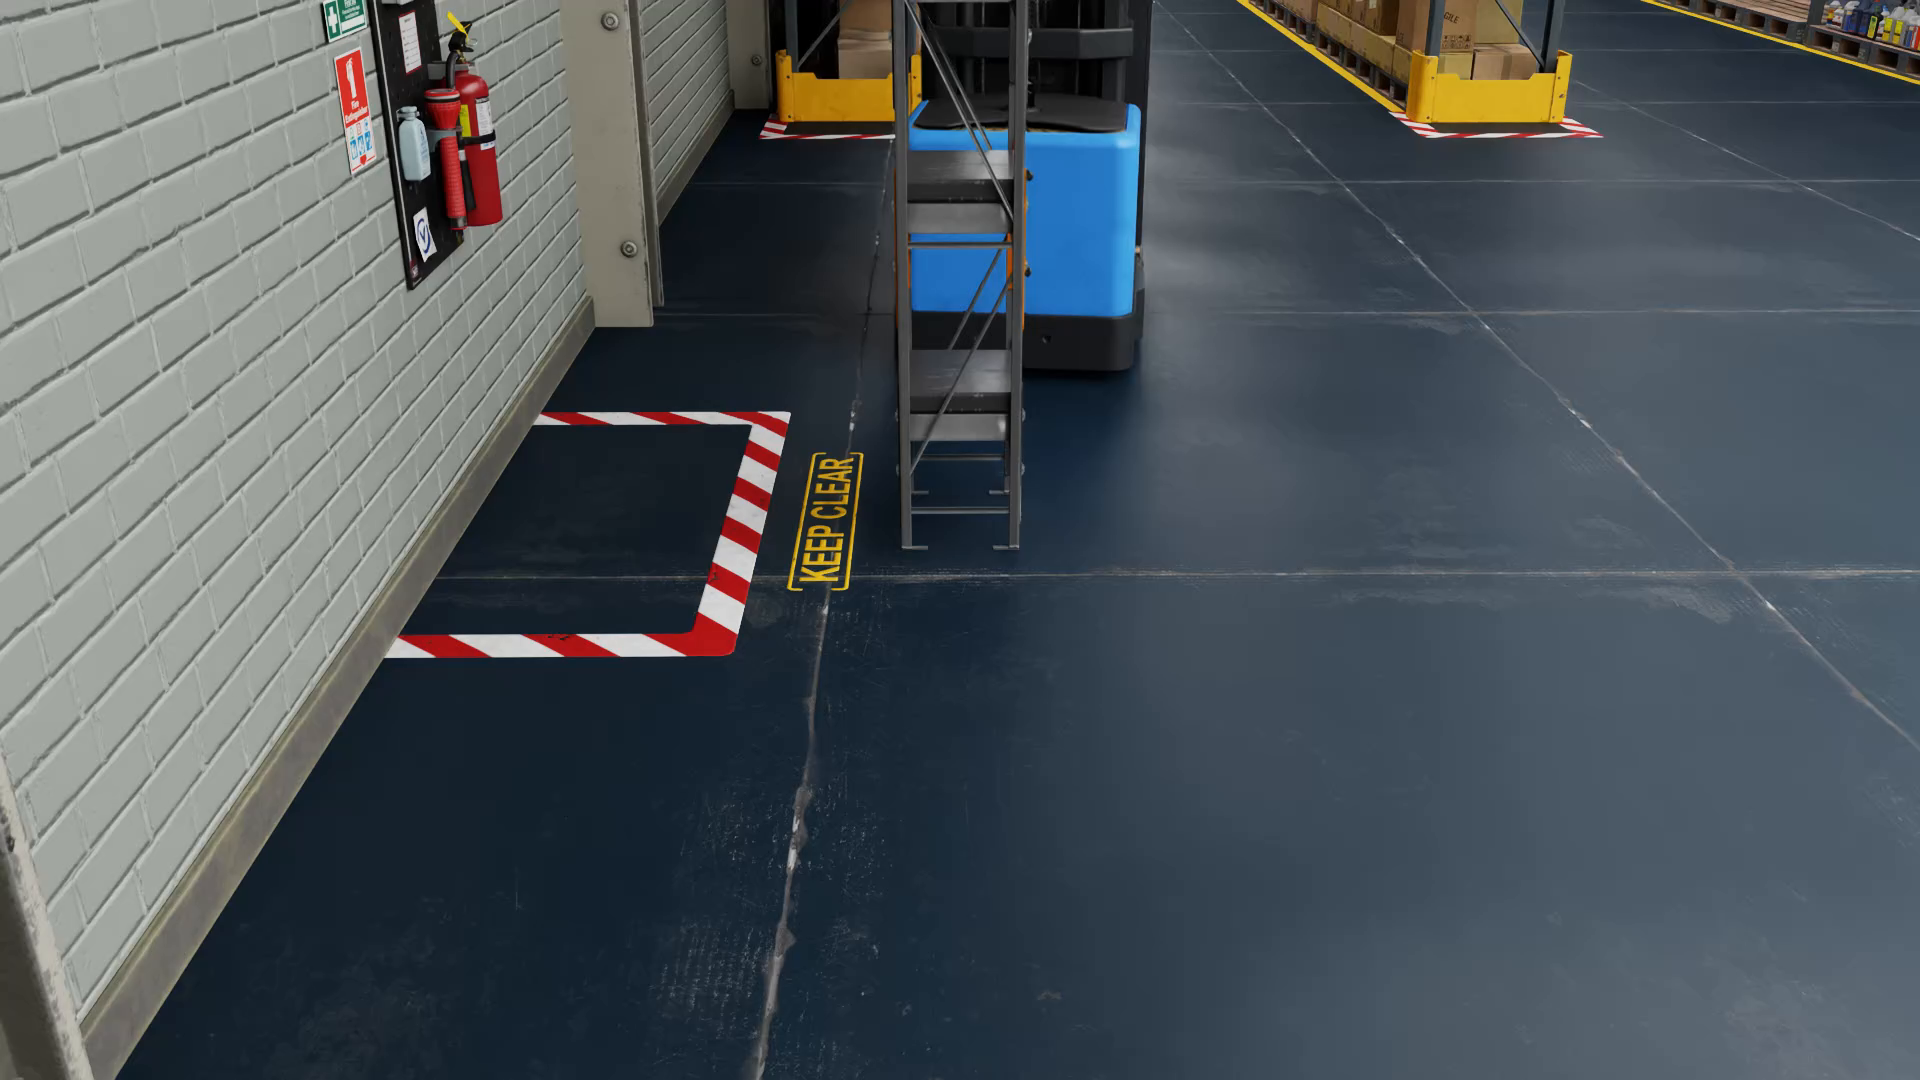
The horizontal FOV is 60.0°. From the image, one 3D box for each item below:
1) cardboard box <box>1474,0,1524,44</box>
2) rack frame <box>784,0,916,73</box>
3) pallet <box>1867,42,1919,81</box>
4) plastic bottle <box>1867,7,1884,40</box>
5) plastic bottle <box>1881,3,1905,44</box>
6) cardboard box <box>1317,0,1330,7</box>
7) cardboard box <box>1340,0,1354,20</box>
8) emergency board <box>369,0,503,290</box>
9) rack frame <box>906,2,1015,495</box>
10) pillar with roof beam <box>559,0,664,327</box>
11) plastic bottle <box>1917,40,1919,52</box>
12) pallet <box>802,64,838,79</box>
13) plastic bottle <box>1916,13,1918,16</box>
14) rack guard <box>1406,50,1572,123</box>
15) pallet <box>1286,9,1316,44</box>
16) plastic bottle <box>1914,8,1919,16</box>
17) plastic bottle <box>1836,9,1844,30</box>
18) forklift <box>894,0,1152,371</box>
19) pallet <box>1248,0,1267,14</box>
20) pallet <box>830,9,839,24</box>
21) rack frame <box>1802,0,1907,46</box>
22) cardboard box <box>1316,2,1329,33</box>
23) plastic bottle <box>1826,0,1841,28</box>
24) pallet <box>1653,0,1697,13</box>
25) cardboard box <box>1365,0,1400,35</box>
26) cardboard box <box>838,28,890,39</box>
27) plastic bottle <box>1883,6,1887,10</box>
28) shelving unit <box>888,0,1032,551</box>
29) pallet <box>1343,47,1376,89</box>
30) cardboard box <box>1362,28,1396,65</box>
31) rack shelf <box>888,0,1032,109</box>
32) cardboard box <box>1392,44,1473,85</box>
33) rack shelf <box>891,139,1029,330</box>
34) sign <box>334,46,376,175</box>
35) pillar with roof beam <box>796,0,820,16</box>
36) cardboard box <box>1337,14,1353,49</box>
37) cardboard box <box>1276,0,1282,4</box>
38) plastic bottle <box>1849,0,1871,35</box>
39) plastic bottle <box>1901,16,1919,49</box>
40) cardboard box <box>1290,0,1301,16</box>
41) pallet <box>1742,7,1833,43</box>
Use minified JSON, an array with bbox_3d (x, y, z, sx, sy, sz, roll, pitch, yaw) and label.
[{"bbox_3d":[4.326,-4.398,13.751,0.500,0.500,0.500,0,24,-1],"label":"cardboard box"},{"bbox_3d":[-0.837,-4.666,12.427,1.000,3.000,0.127,0,24,-1],"label":"rack frame"},{"bbox_3d":[9.008,-4.307,15.018,1.003,0.211,1.213,0,24,-1],"label":"pallet"},{"bbox_3d":[8.582,-4.841,15.576,0.061,0.283,0.133,1,24,2],"label":"plastic bottle"},{"bbox_3d":[8.626,-4.765,15.326,0.144,0.351,0.185,0,24,-1],"label":"plastic bottle"},{"bbox_3d":[3.765,-5.426,16.024,0.500,0.500,0.500,0,24,-1],"label":"cardboard box"},{"bbox_3d":[3.776,-5.014,15.113,0.500,0.500,0.500,0,24,-1],"label":"cardboard box"},{"bbox_3d":[-1.655,-1.460,5.337,0.194,1.169,0.643,0,24,-1],"label":"emergency board"},{"bbox_3d":[-0.004,-1.125,5.690,0.400,2.100,0.015,0,24,-1],"label":"rack frame"},{"bbox_3d":[2.661,-5.231,6.396,9.100,9.000,0.400,0,24,-1],"label":"pillar with roof beam"},{"bbox_3d":[8.591,-4.476,14.769,0.061,0.283,0.133,0,24,1],"label":"plastic bottle"},{"bbox_3d":[-0.811,-3.762,13.811,1.003,0.211,1.213,0,24,-1],"label":"pallet"},{"bbox_3d":[8.774,-4.742,15.366,0.152,0.276,0.135,0,24,-1],"label":"plastic bottle"},{"bbox_3d":[4.117,-3.541,12.973,1.175,0.500,0.348,0,24,-1],"label":"rack guard"},{"bbox_3d":[4.026,-5.371,17.369,1.003,0.211,1.213,0,24,-1],"label":"pallet"},{"bbox_3d":[9.175,-4.964,15.857,0.152,0.276,0.135,0,24,-1],"label":"plastic bottle"},{"bbox_3d":[8.593,-5.067,16.176,0.097,0.201,0.097,0,24,0],"label":"plastic bottle"},{"bbox_3d":[0.384,-2.638,8.026,1.130,2.935,3.031,3,24,6],"label":"forklift"},{"bbox_3d":[3.999,-6.376,19.592,1.003,0.211,1.213,0,24,-1],"label":"pallet"},{"bbox_3d":[-0.891,-5.364,17.355,1.003,0.211,1.213,0,24,-1],"label":"pallet"},{"bbox_3d":[9.026,-6.359,16.170,1.000,3.000,0.127,0,24,-1],"label":"rack frame"},{"bbox_3d":[3.775,-5.084,16.178,0.500,0.250,0.500,0,24,-1],"label":"cardboard box"},{"bbox_3d":[8.591,-5.183,16.346,0.097,0.271,0.097,0,24,0],"label":"plastic bottle"},{"bbox_3d":[8.952,-6.417,19.682,1.003,0.211,1.213,0,24,-1],"label":"pallet"},{"bbox_3d":[3.787,-4.602,14.201,0.500,0.500,0.500,0,24,-1],"label":"cardboard box"},{"bbox_3d":[-0.761,-4.162,14.041,0.500,0.311,0.500,2,24,4],"label":"cardboard box"},{"bbox_3d":[8.742,-4.922,15.771,0.097,0.271,0.097,0,24,0],"label":"plastic bottle"},{"bbox_3d":[-0.002,-1.025,5.468,0.431,2.100,0.503,0,24,-1],"label":"shelving unit"},{"bbox_3d":[4.056,-4.236,14.859,1.003,0.211,1.213,0,24,-1],"label":"pallet"},{"bbox_3d":[3.790,-4.260,14.356,0.500,0.250,0.500,0,24,-1],"label":"cardboard box"},{"bbox_3d":[-0.002,-1.650,5.185,0.431,0.518,0.480,0,24,-1],"label":"rack shelf"},{"bbox_3d":[3.815,-3.848,13.445,0.500,0.250,0.500,0,24,-1],"label":"cardboard box"},{"bbox_3d":[-0.002,-1.012,5.474,0.431,0.518,0.480,0,24,-1],"label":"rack shelf"},{"bbox_3d":[-1.752,-1.248,4.825,0.001,0.329,0.234,0,24,-1],"label":"sign"},{"bbox_3d":[2.530,-10.176,17.329,9.100,9.000,0.400,0,24,-1],"label":"pillar with roof beam"},{"bbox_3d":[3.775,-4.672,15.267,0.500,0.250,0.500,0,24,-1],"label":"cardboard box"},{"bbox_3d":[3.764,-6.075,18.369,0.500,0.250,0.500,0,24,1],"label":"cardboard box"},{"bbox_3d":[8.620,-5.018,15.885,0.144,0.351,0.185,0,24,1],"label":"plastic bottle"},{"bbox_3d":[8.634,-4.586,15.021,0.152,0.276,0.135,-1,24,-2],"label":"plastic bottle"},{"bbox_3d":[3.775,-5.655,17.440,0.500,0.250,0.500,-1,24,-1],"label":"cardboard box"},{"bbox_3d":[8.978,-5.412,17.459,1.003,0.211,1.213,0,24,-1],"label":"pallet"}]
